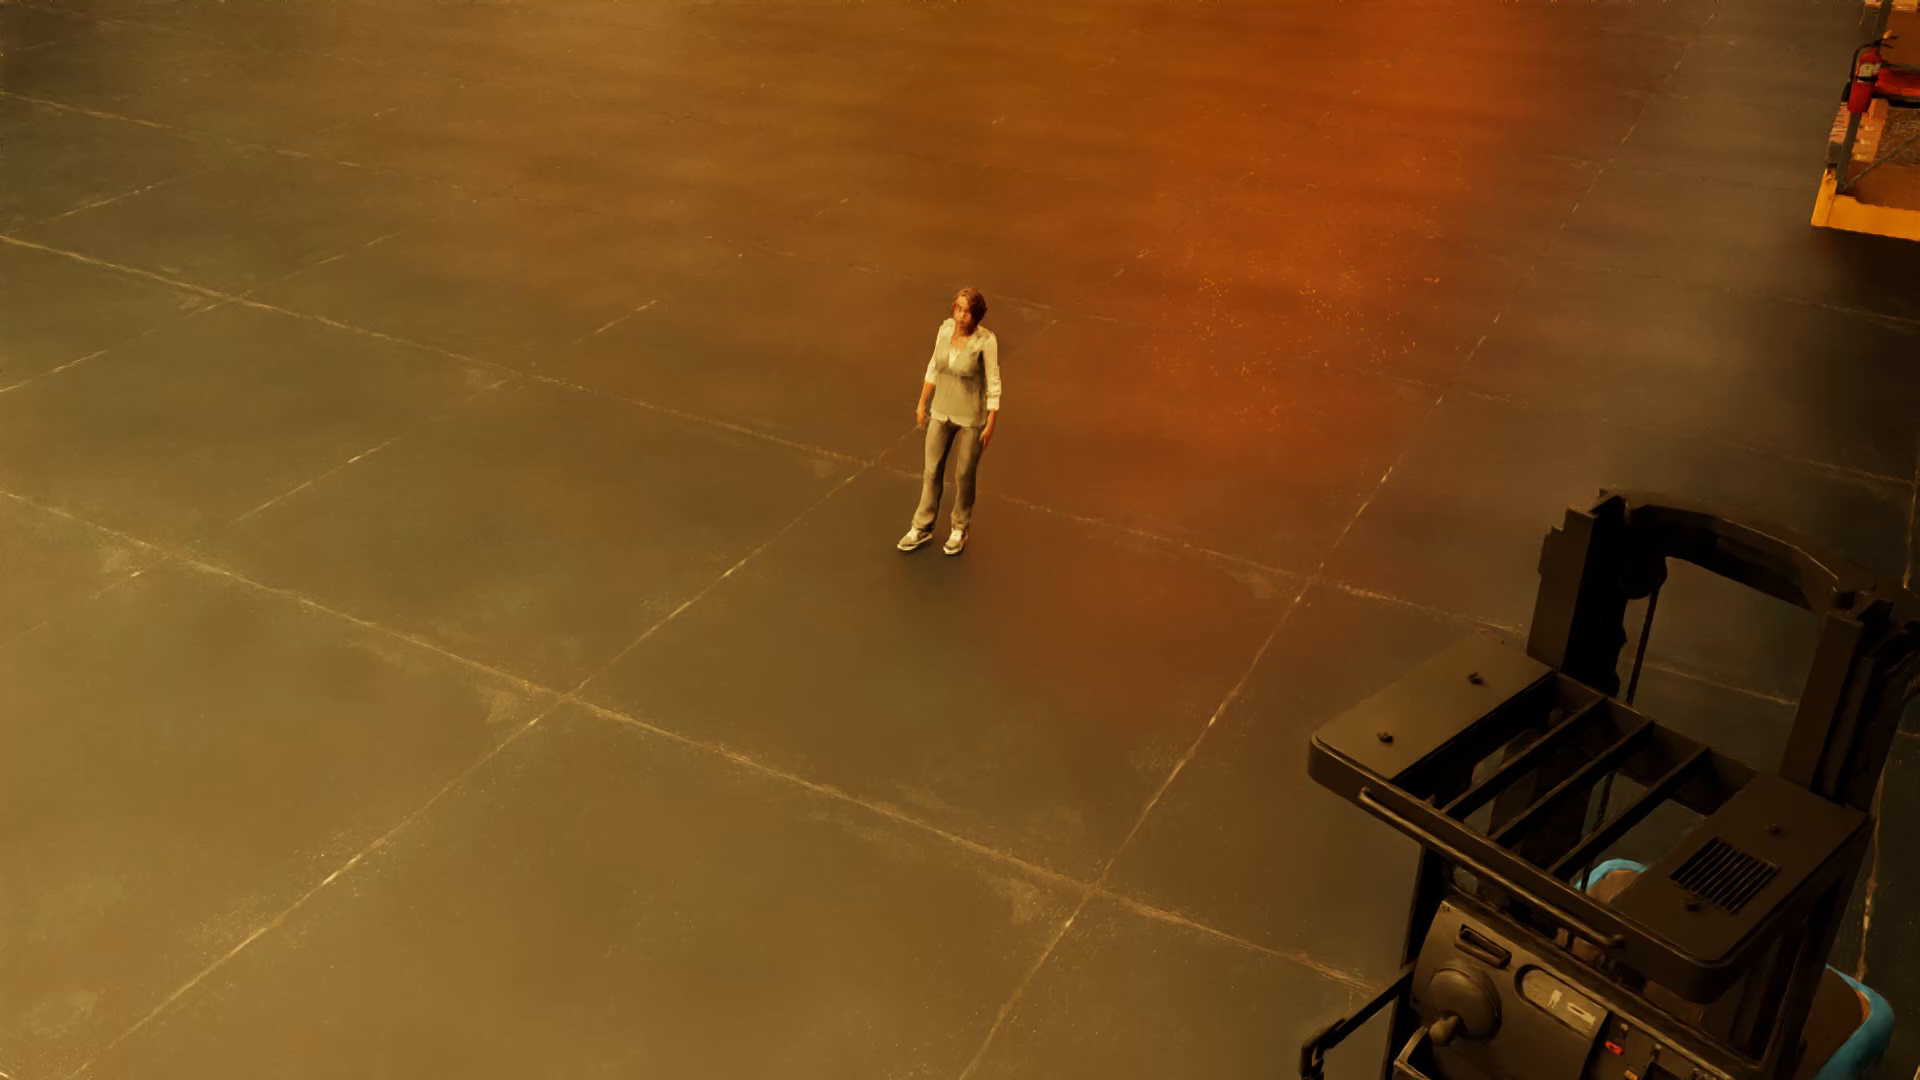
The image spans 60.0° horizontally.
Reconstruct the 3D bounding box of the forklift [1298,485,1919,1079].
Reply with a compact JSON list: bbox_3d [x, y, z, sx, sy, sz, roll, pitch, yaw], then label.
[{"bbox_3d":[1.562,1.436,4.583,3.031,2.935,1.130,-24,37,-35],"label":"forklift"}]

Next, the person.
[{"bbox_3d":[-0.048,-0.666,9.551,0.521,1.591,0.474,15,33,25],"label":"person"}]
